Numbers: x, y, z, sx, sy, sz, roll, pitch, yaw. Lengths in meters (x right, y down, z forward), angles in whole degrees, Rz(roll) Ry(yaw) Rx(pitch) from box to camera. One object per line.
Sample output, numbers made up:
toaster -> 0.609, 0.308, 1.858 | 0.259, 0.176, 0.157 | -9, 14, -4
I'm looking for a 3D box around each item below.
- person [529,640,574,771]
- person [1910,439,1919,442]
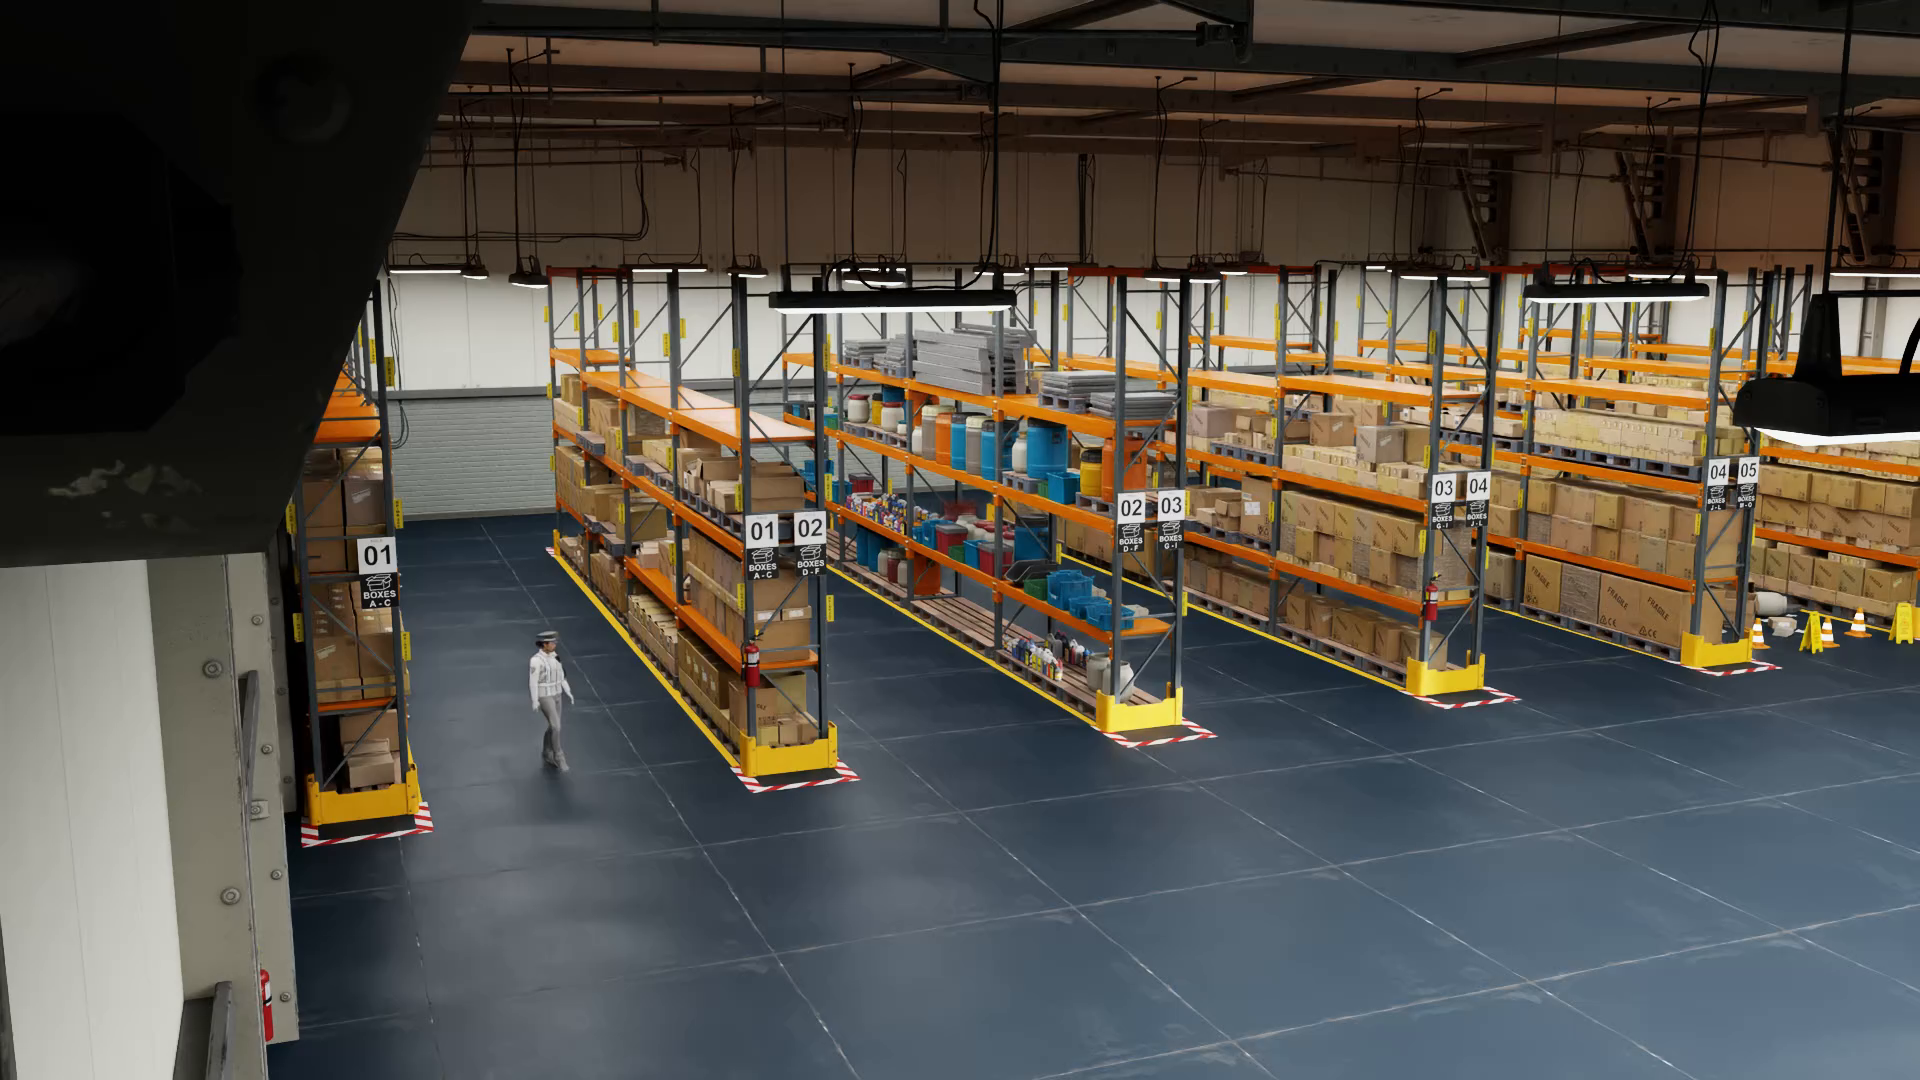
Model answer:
person -> -5.012, 1.993, 20.590 | 0.570, 1.708, 0.510 | 4, 11, 22
person -> 16.341, -0.535, 29.903 | 2.771, 3.293, 4.196 | -4, 11, -20
